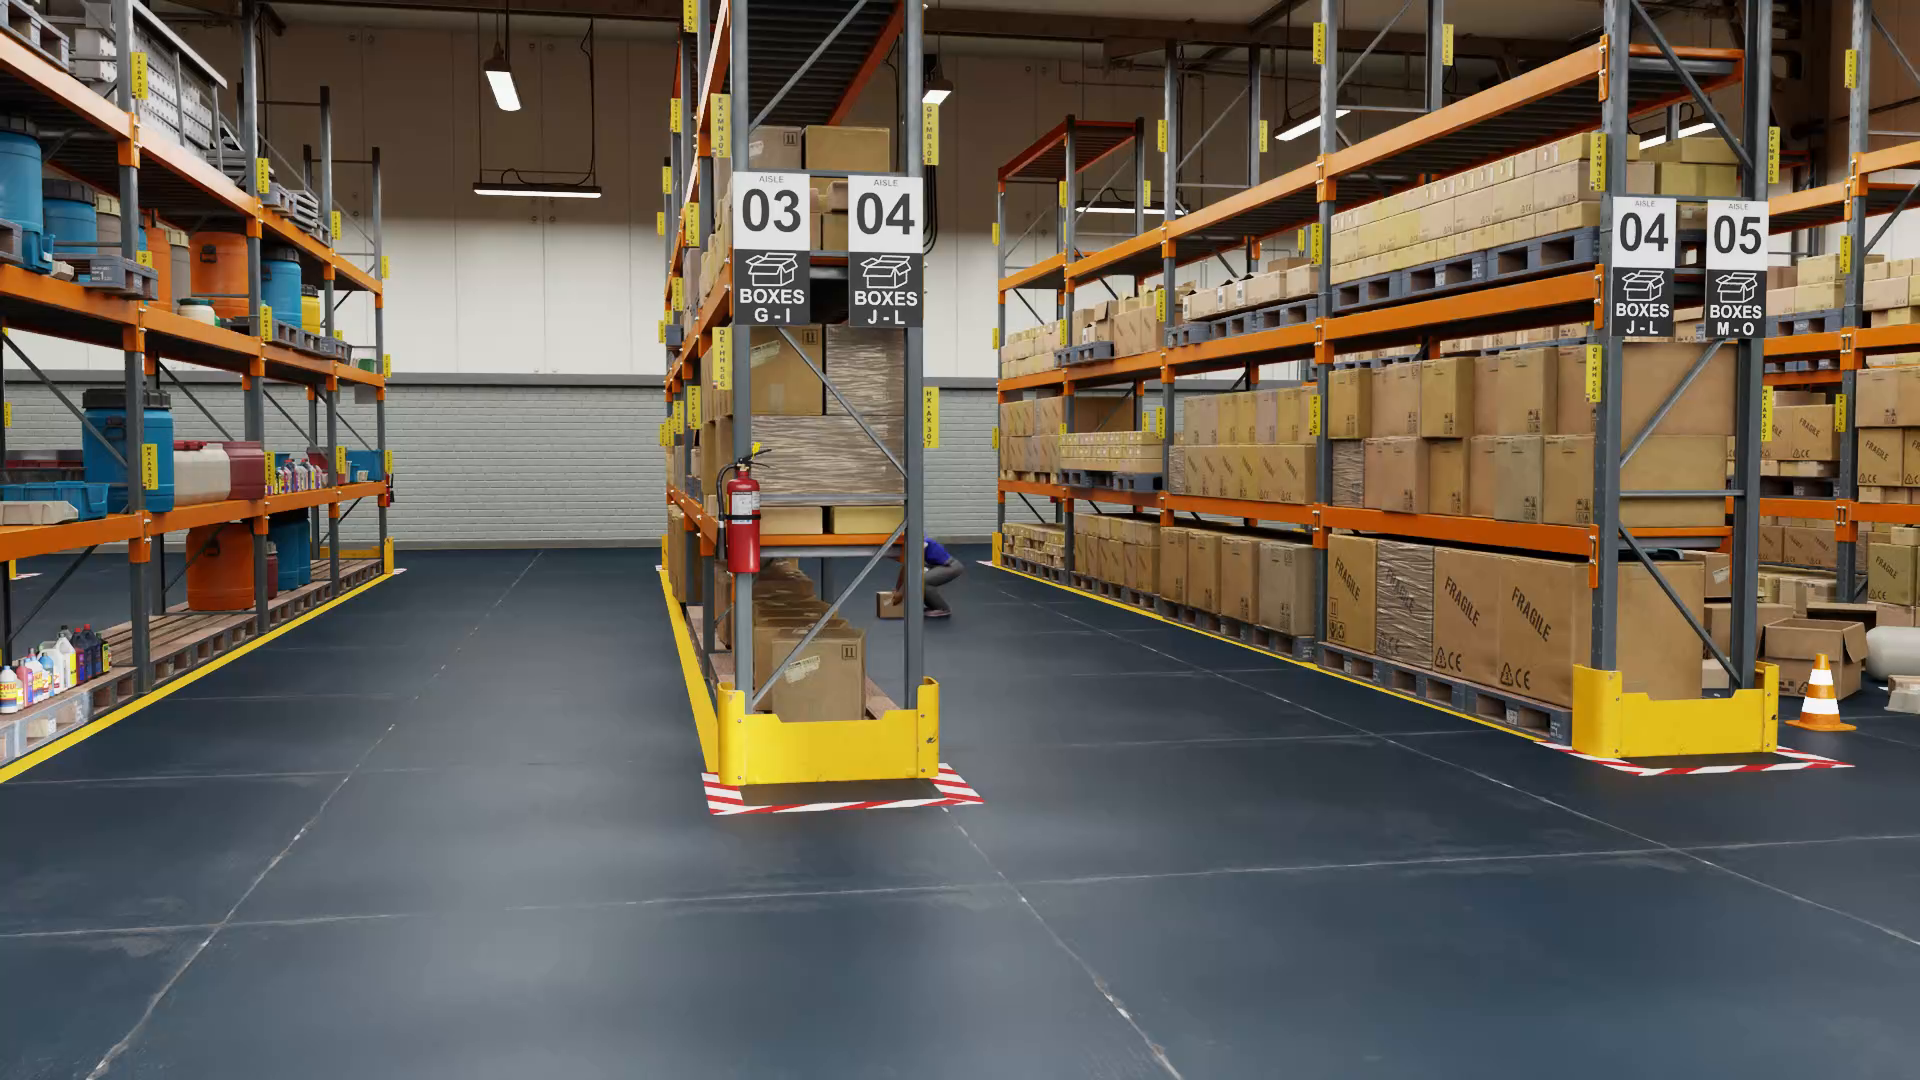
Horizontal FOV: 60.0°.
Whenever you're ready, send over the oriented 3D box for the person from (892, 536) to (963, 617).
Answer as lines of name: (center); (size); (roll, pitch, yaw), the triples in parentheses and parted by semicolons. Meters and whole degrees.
person: (-0.369, 0.345, 17.594); (0.799, 0.932, 0.475); (-1, 3, -12)
